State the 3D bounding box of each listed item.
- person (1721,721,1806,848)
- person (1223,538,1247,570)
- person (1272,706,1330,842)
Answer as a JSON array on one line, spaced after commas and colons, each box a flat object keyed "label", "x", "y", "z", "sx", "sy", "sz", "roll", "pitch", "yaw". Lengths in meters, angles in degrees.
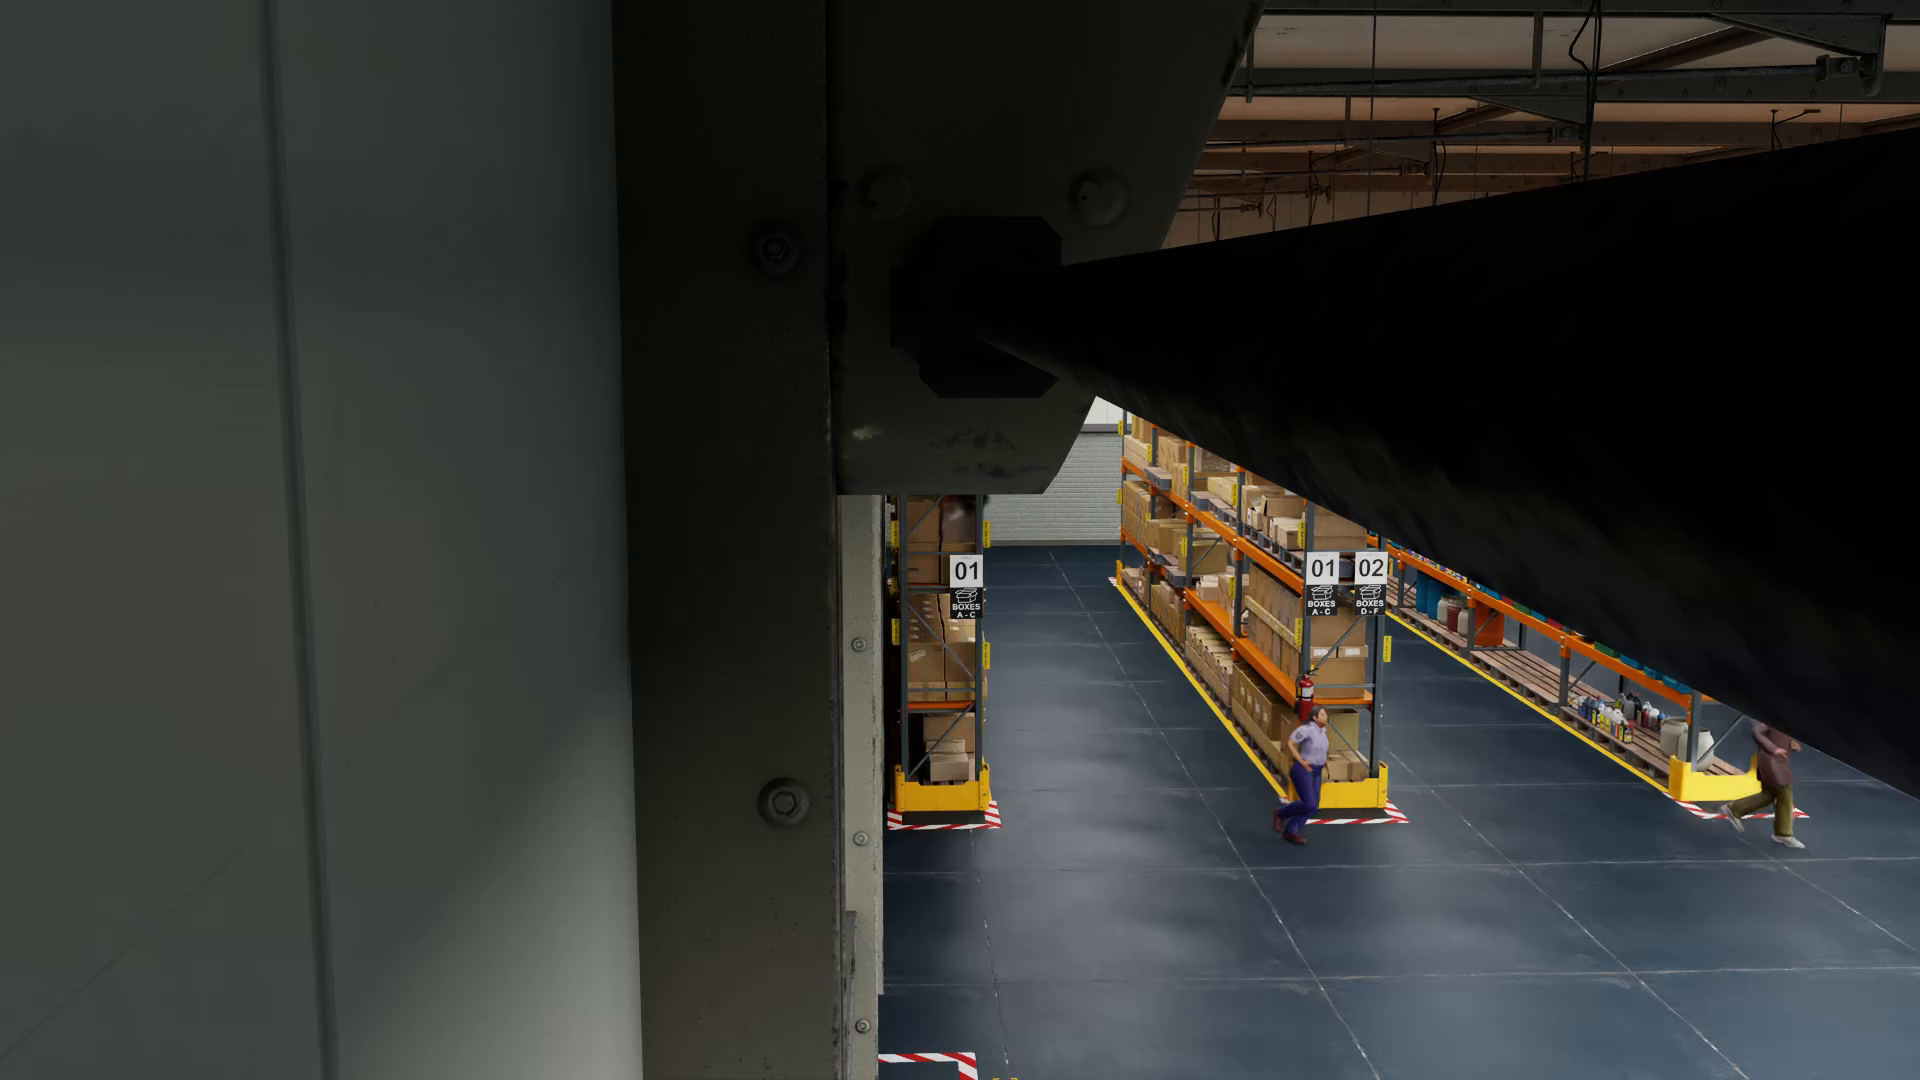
[{"label": "person", "x": 9.466, "y": 2.635, "z": 19.454, "sx": 0.942, "sy": 1.779, "sz": 0.746, "roll": 6, "pitch": 10, "yaw": 34}, {"label": "person", "x": 5.914, "y": 0.225, "z": 35.839, "sx": 0.679, "sy": 1.701, "sz": 0.728, "roll": -1, "pitch": 8, "yaw": -5}, {"label": "person", "x": 4.046, "y": 2.713, "z": 19.453, "sx": 0.555, "sy": 1.562, "sz": 0.687, "roll": 8, "pitch": 11, "yaw": 43}]
